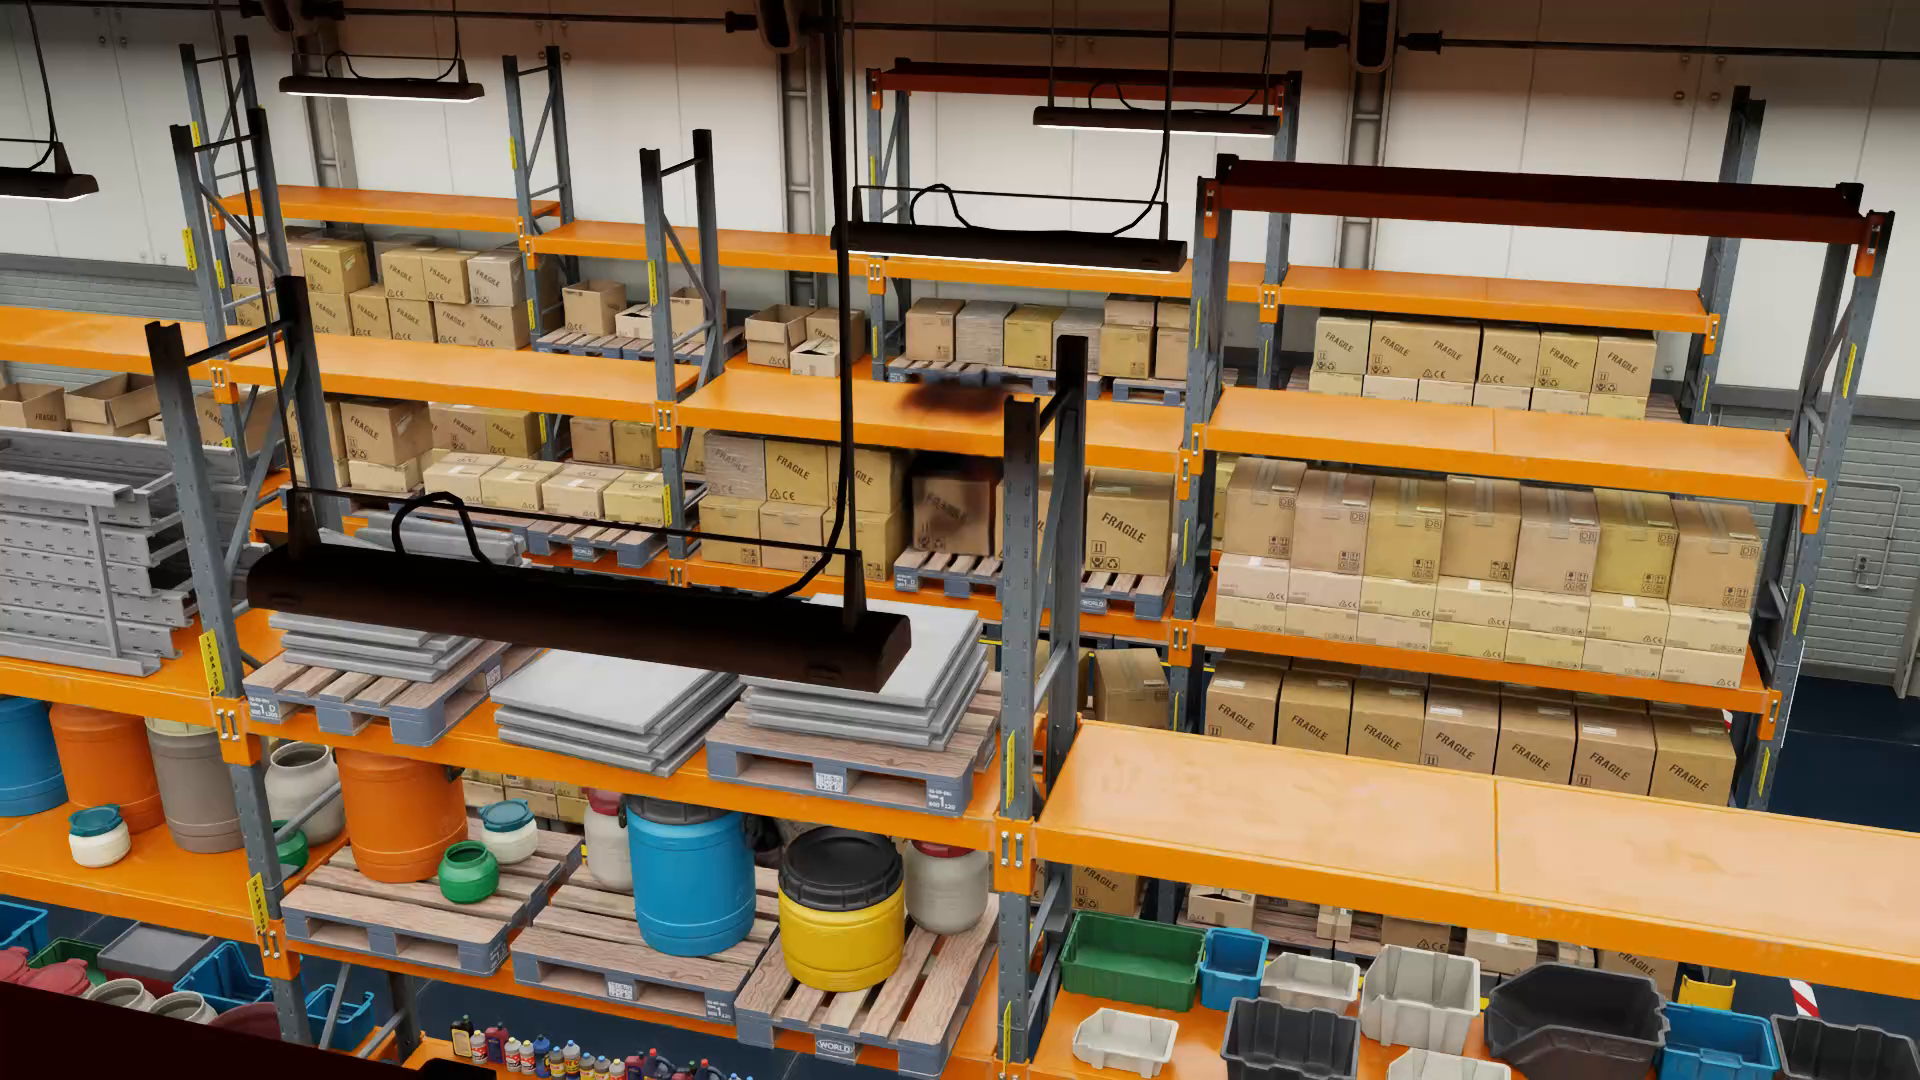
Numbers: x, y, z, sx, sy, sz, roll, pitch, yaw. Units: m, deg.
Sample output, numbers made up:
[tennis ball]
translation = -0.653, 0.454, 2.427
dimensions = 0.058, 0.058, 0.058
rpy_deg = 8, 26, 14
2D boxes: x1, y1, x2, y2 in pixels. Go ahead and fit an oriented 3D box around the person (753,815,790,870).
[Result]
[person]
translation = -1.564, 2.325, 12.583
dimensions = 0.570, 1.721, 0.388
rpy_deg = -1, 23, -2
